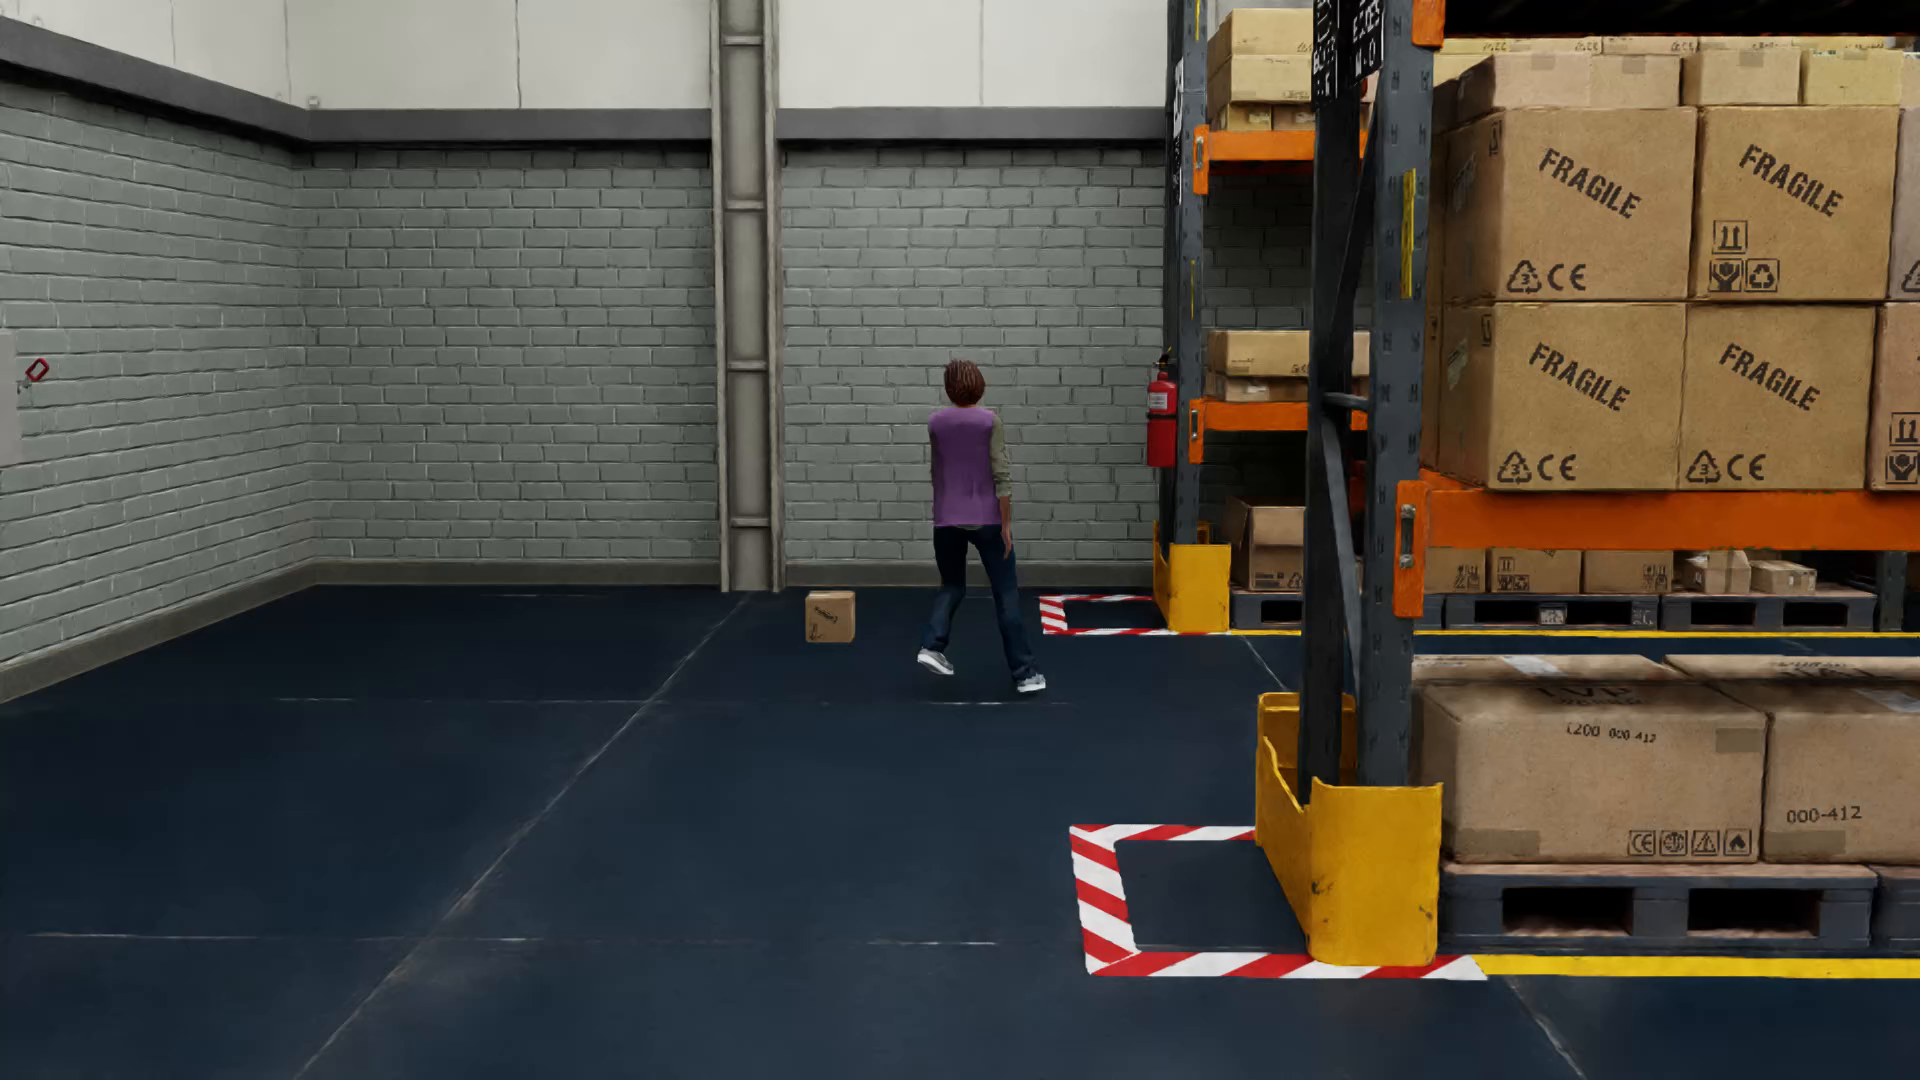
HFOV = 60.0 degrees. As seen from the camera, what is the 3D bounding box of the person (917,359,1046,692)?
[{"bbox_3d":[0.118,-0.060,7.825,0.566,1.576,0.500,2,8,12],"label":"person"}]
